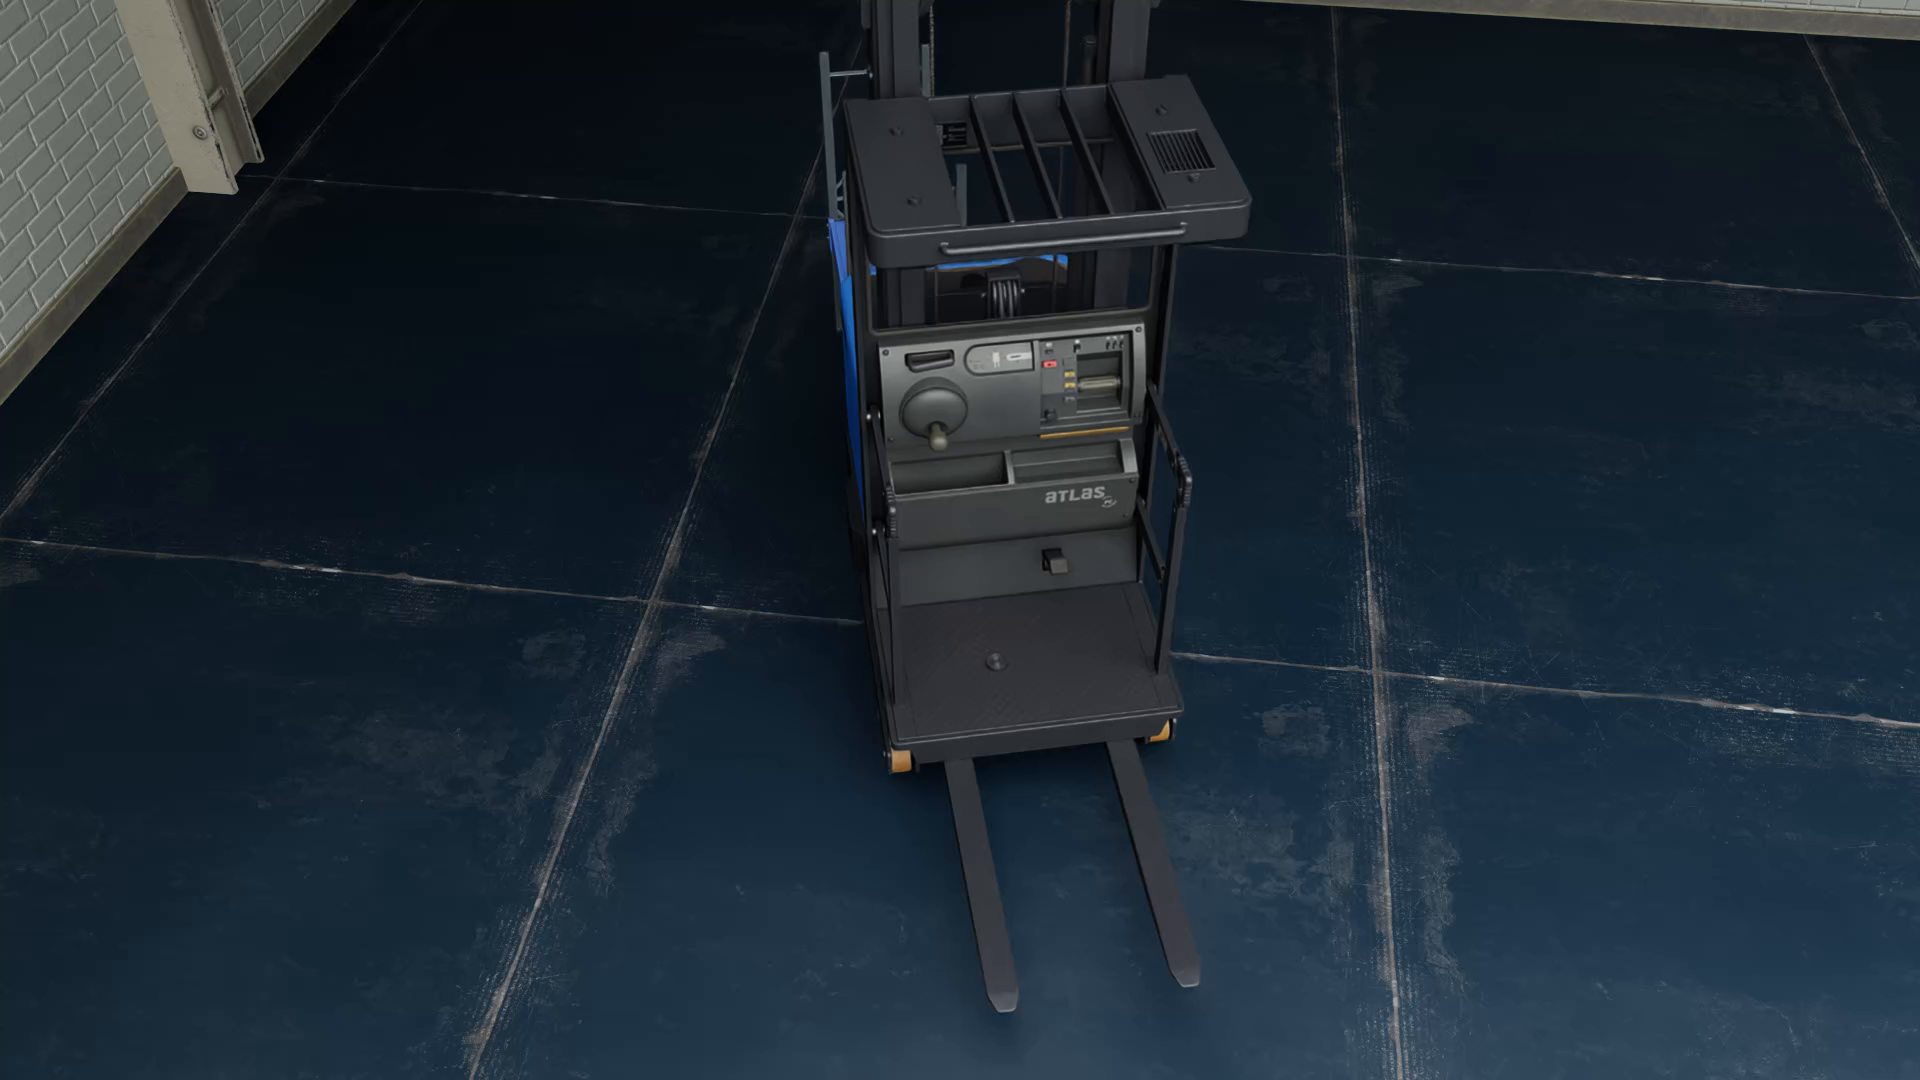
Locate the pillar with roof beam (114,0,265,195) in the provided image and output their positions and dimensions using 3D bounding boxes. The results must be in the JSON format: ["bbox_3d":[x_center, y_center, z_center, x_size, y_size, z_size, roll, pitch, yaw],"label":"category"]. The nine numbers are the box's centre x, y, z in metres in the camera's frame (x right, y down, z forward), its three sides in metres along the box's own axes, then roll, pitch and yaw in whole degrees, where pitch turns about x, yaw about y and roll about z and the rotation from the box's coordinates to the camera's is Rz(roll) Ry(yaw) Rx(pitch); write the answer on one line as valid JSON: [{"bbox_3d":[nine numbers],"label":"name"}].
[{"bbox_3d":[0.077,-4.961,5.967,9.100,9.000,0.400,5,44,6],"label":"pillar with roof beam"}]

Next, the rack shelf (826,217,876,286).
[{"bbox_3d":[-0.301,-1.160,7.669,0.538,0.185,1.000,-6,44,-6],"label":"rack shelf"}]

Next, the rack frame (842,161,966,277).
[{"bbox_3d":[-0.224,-0.946,7.180,0.500,1.500,0.032,-6,44,-6],"label":"rack frame"}]

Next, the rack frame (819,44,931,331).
[{"bbox_3d":[-0.378,-1.637,7.910,0.500,1.500,0.032,-6,44,-6],"label":"rack frame"}]

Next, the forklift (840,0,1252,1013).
[{"bbox_3d":[0.221,-0.447,5.612,1.130,2.935,3.031,-6,44,-6],"label":"forklift"}]

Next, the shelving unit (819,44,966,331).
[{"bbox_3d":[-0.301,-1.291,7.545,0.538,1.500,1.048,-6,44,-6],"label":"shelving unit"}]
